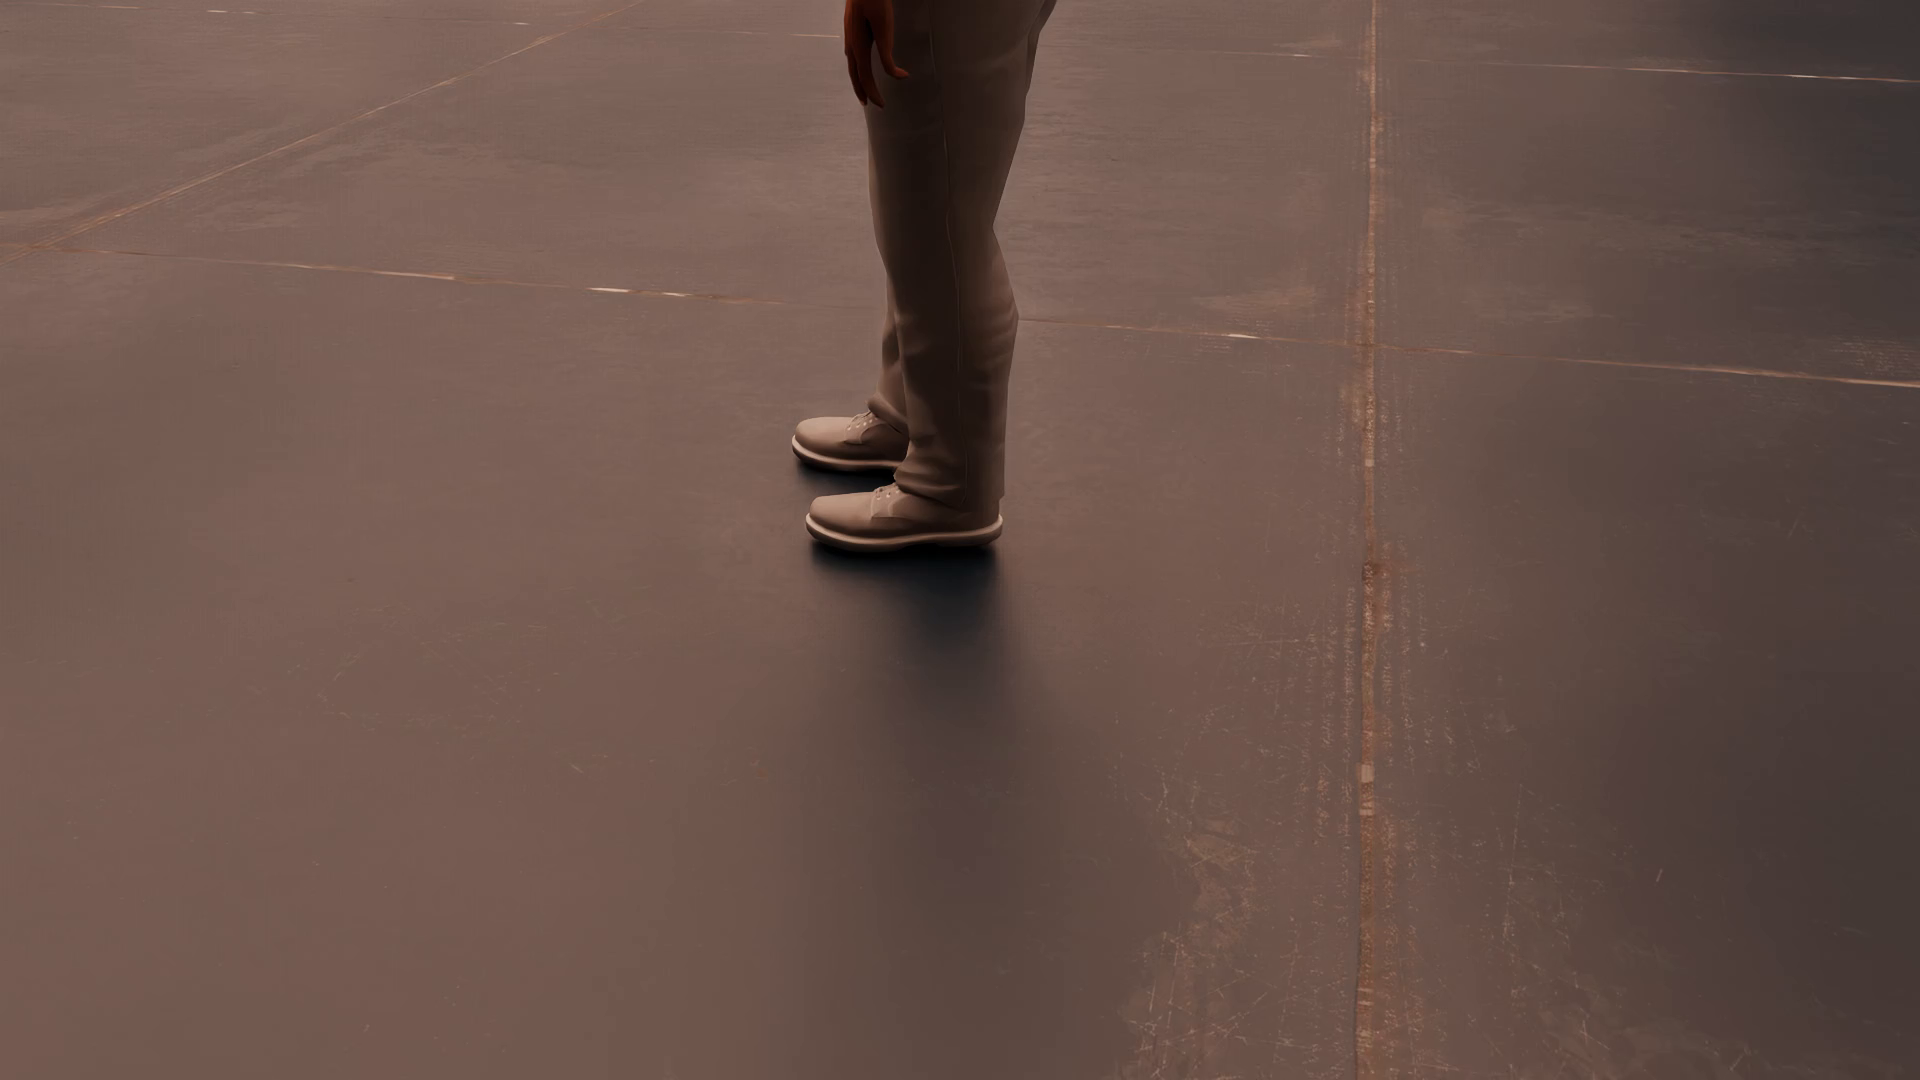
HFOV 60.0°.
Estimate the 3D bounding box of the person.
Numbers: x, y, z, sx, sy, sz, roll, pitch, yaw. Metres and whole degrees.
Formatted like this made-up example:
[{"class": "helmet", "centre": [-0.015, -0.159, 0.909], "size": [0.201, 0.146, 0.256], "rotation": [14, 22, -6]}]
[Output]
[{"class": "person", "centre": [-0.068, -0.779, 2.147], "size": [0.530, 1.694, 0.569], "rotation": [6, 27, 11]}]
